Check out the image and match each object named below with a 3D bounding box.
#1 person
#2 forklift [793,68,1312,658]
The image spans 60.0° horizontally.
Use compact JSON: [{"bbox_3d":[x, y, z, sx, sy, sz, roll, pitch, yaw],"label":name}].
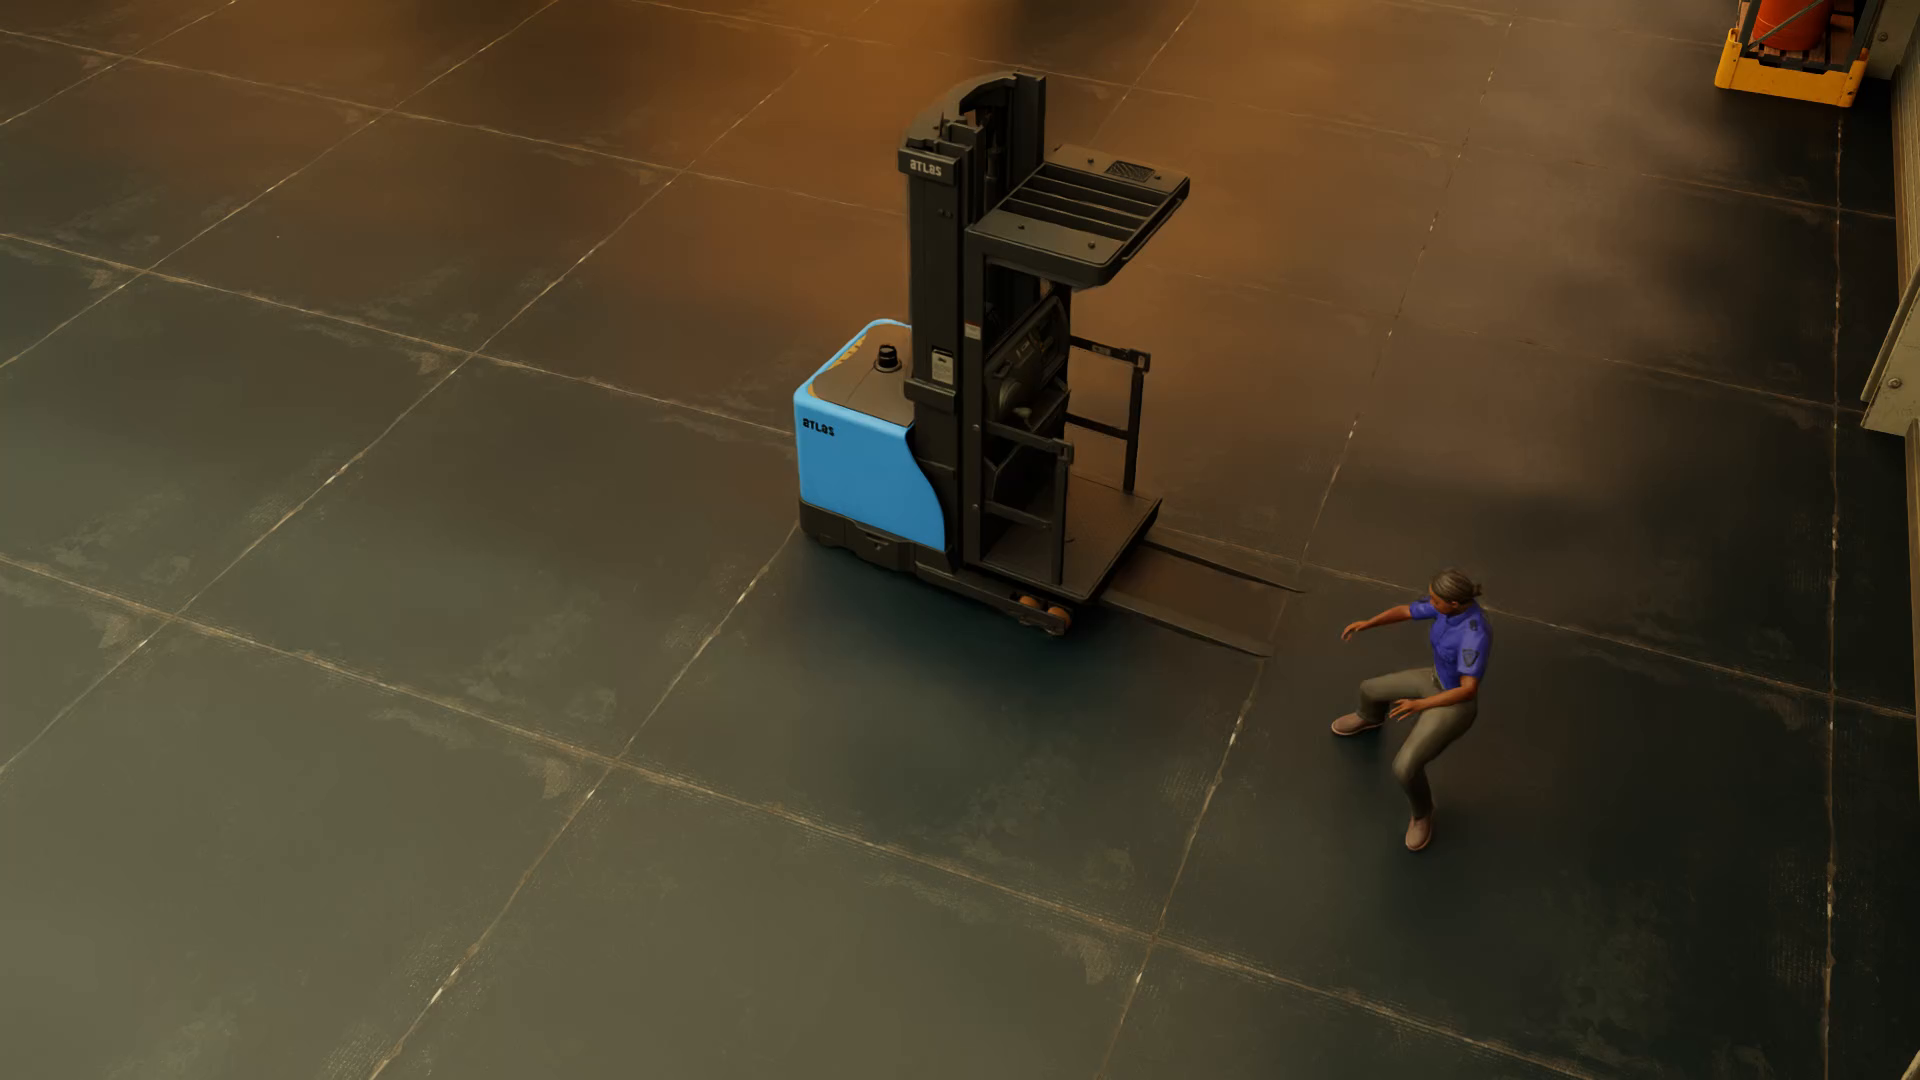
[{"bbox_3d":[2.240,0.732,8.301,0.689,1.431,0.965,0,40,0],"label":"person"},{"bbox_3d":[0.552,-0.962,9.156,3.031,2.935,1.130,19,44,22],"label":"forklift"}]
